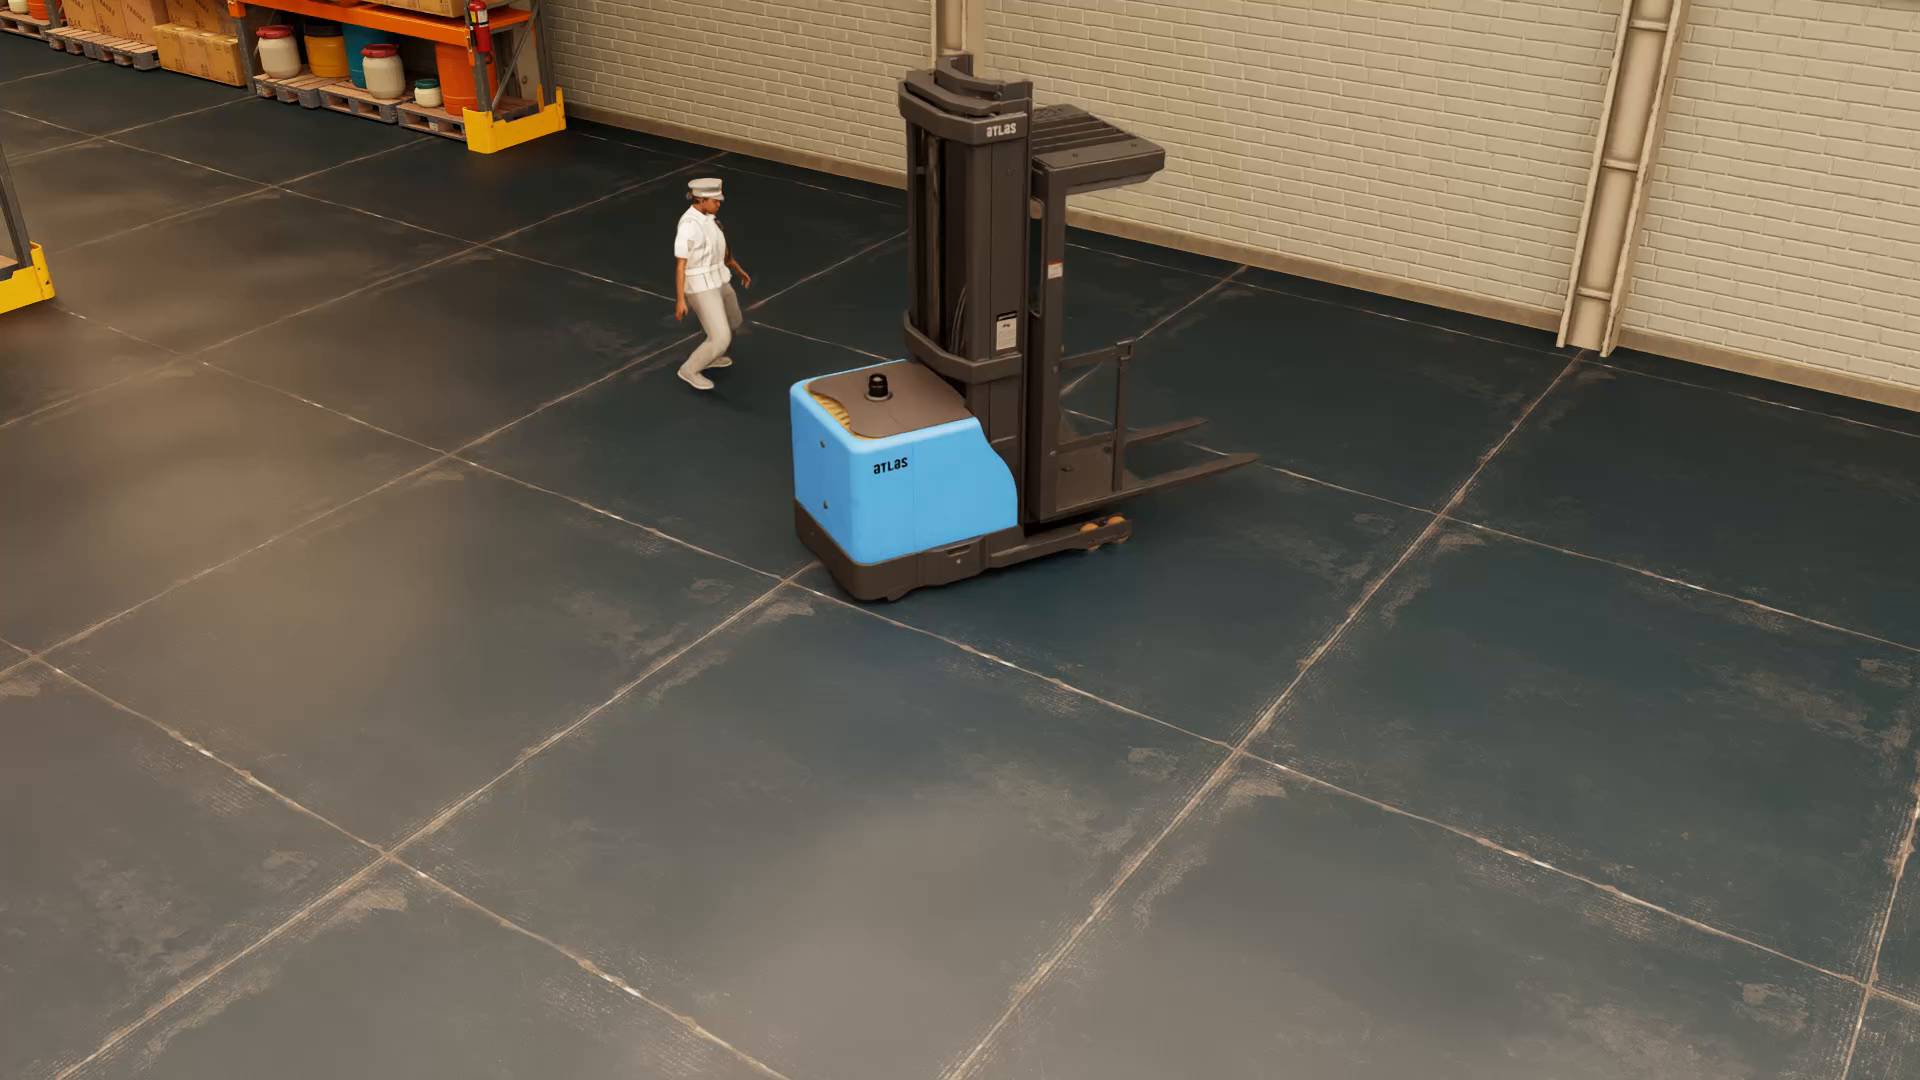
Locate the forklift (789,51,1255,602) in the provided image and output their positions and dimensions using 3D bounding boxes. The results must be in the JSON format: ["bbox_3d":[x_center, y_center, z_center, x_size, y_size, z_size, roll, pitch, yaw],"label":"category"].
[{"bbox_3d":[0.492,-1.433,10.049,3.031,2.935,1.130,-16,34,-26],"label":"forklift"}]

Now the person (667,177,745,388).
[{"bbox_3d":[-1.864,-1.860,12.160,0.496,1.574,0.824,11,32,18],"label":"person"}]
